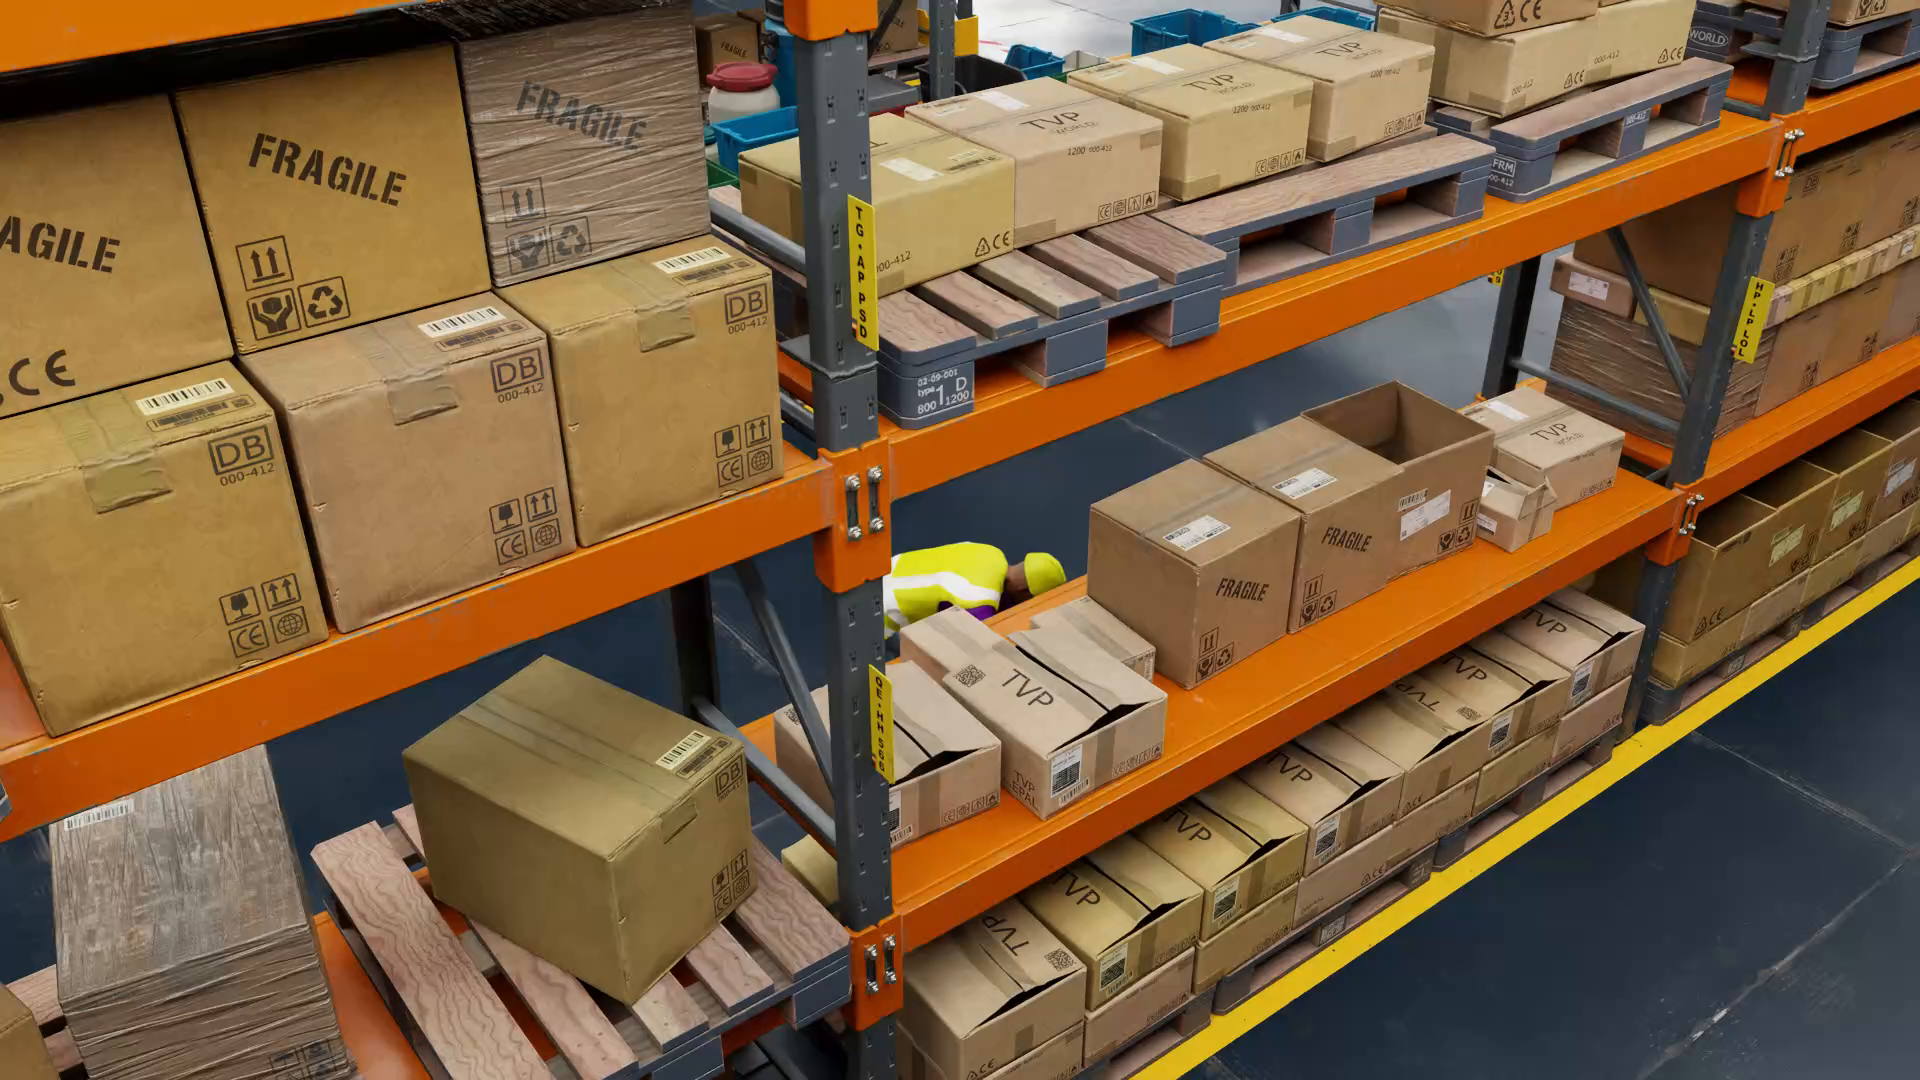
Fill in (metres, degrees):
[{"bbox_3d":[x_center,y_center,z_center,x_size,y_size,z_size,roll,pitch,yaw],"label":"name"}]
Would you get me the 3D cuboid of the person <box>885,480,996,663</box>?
[{"bbox_3d":[-0.108,-0.070,7.229,0.580,1.761,0.505,5,32,8],"label":"person"}]
